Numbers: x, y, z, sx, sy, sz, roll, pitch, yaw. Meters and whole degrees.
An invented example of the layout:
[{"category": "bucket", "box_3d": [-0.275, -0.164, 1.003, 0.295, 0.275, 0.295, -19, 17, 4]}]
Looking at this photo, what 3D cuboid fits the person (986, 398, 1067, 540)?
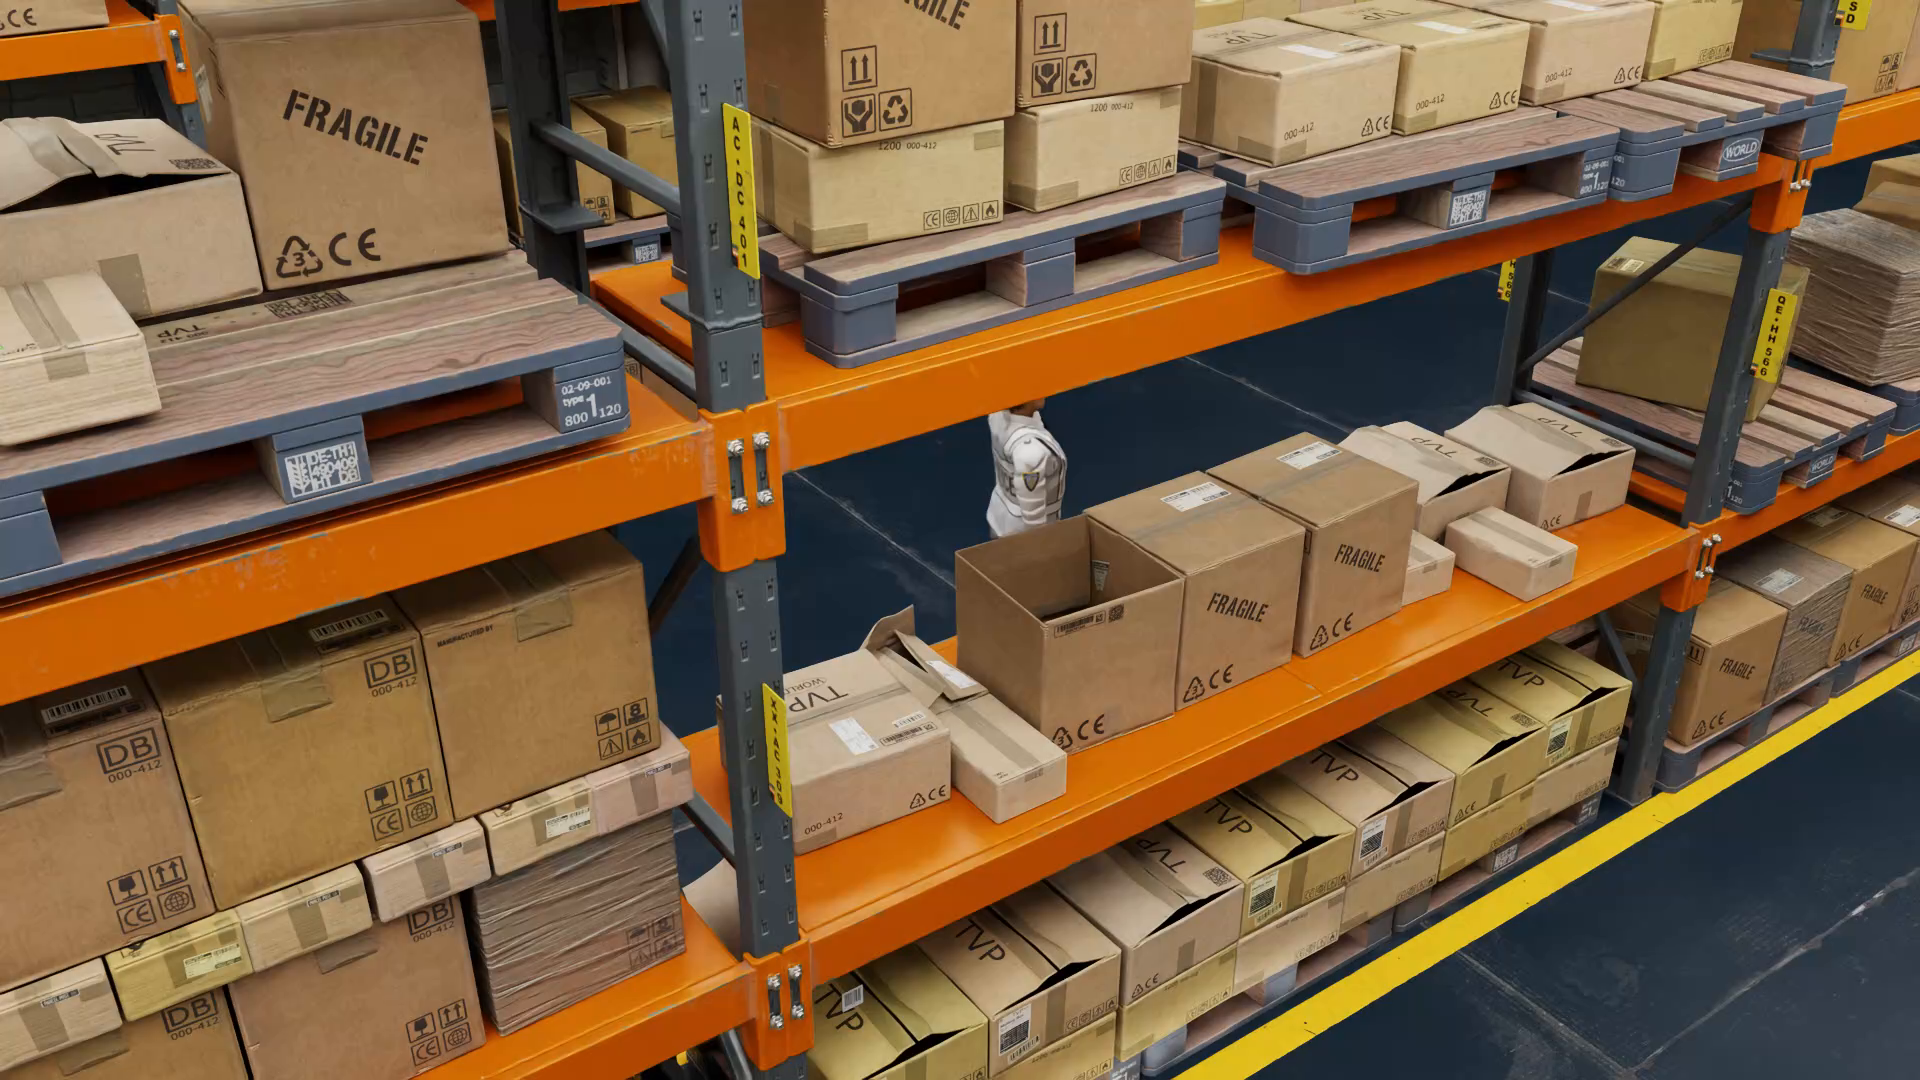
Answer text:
[{"category": "person", "box_3d": [0.291, -0.002, 7.086, 0.365, 1.698, 0.635, -8, 30, -15]}]
